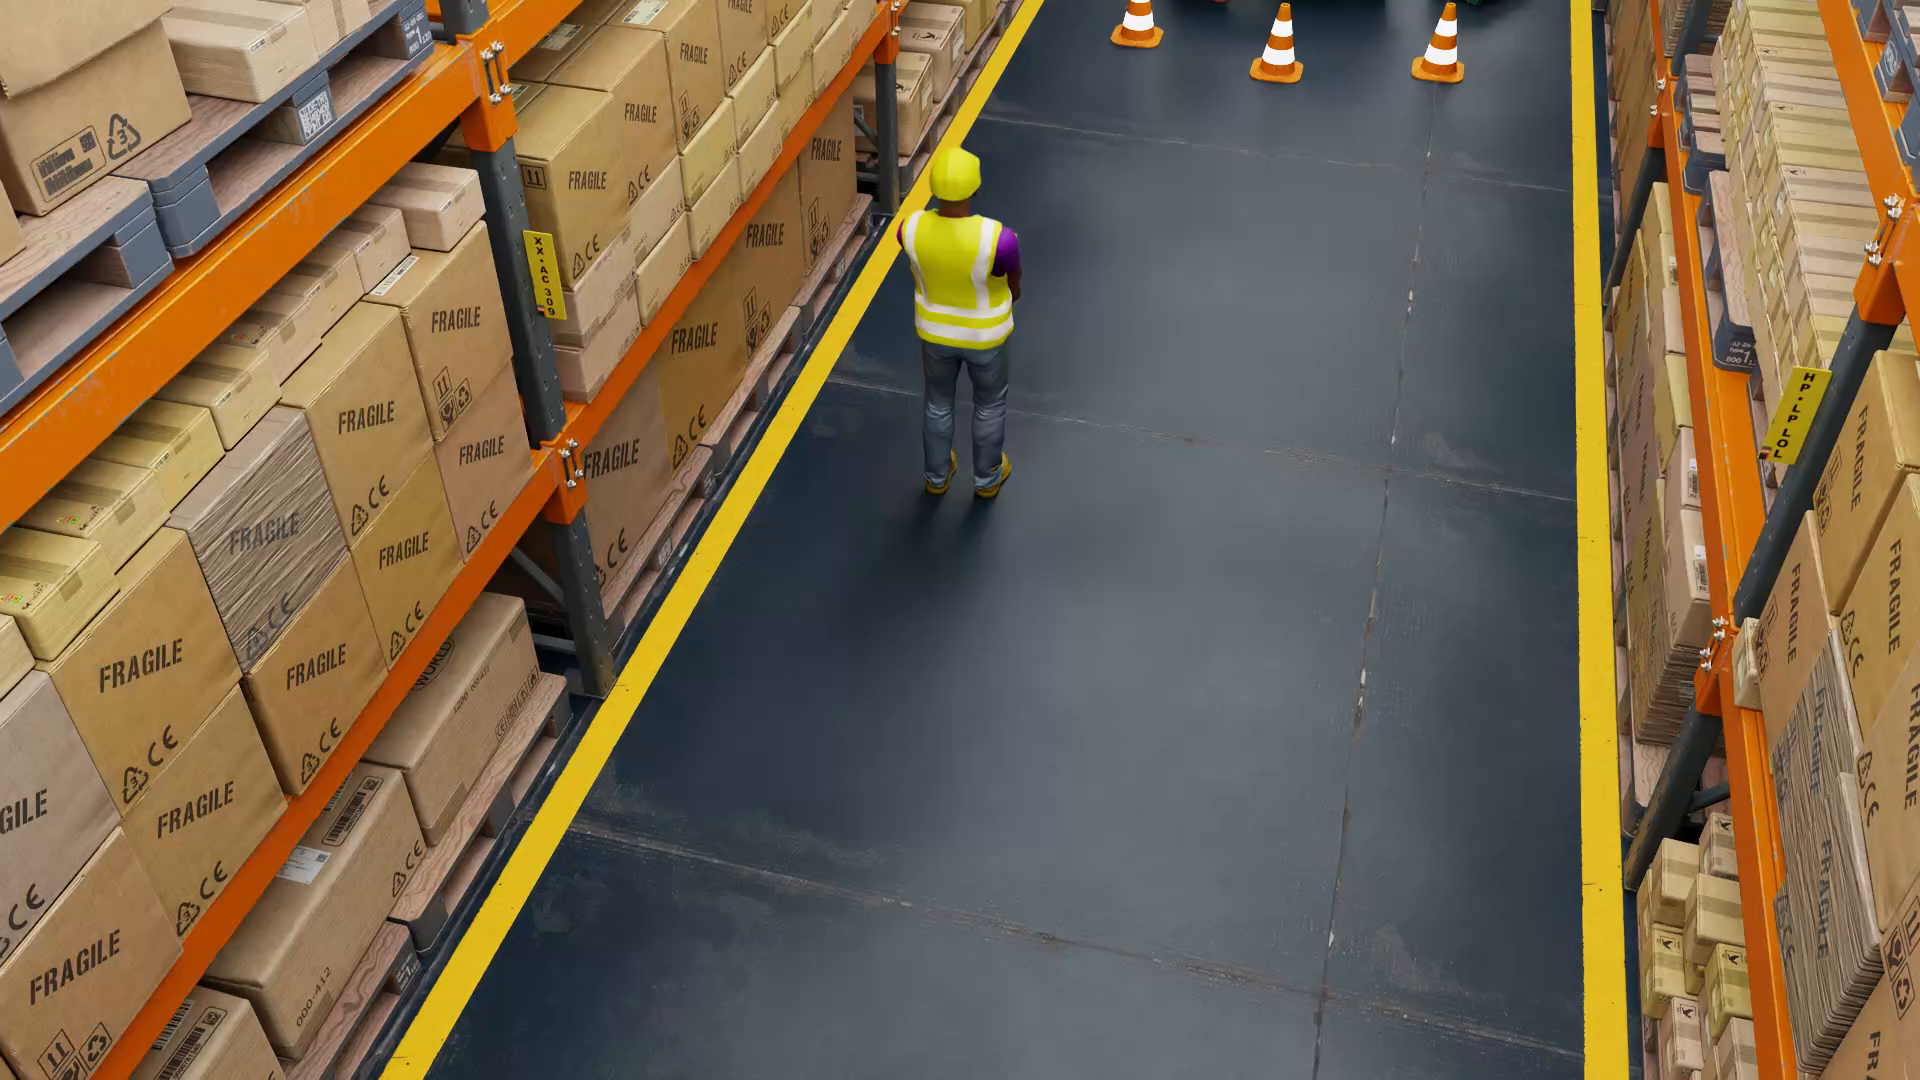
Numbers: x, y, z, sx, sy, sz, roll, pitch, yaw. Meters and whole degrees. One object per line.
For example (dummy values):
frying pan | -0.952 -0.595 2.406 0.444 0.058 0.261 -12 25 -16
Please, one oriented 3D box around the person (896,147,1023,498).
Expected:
person | 0.029 -0.972 7.271 0.503 1.760 0.577 11 42 12
